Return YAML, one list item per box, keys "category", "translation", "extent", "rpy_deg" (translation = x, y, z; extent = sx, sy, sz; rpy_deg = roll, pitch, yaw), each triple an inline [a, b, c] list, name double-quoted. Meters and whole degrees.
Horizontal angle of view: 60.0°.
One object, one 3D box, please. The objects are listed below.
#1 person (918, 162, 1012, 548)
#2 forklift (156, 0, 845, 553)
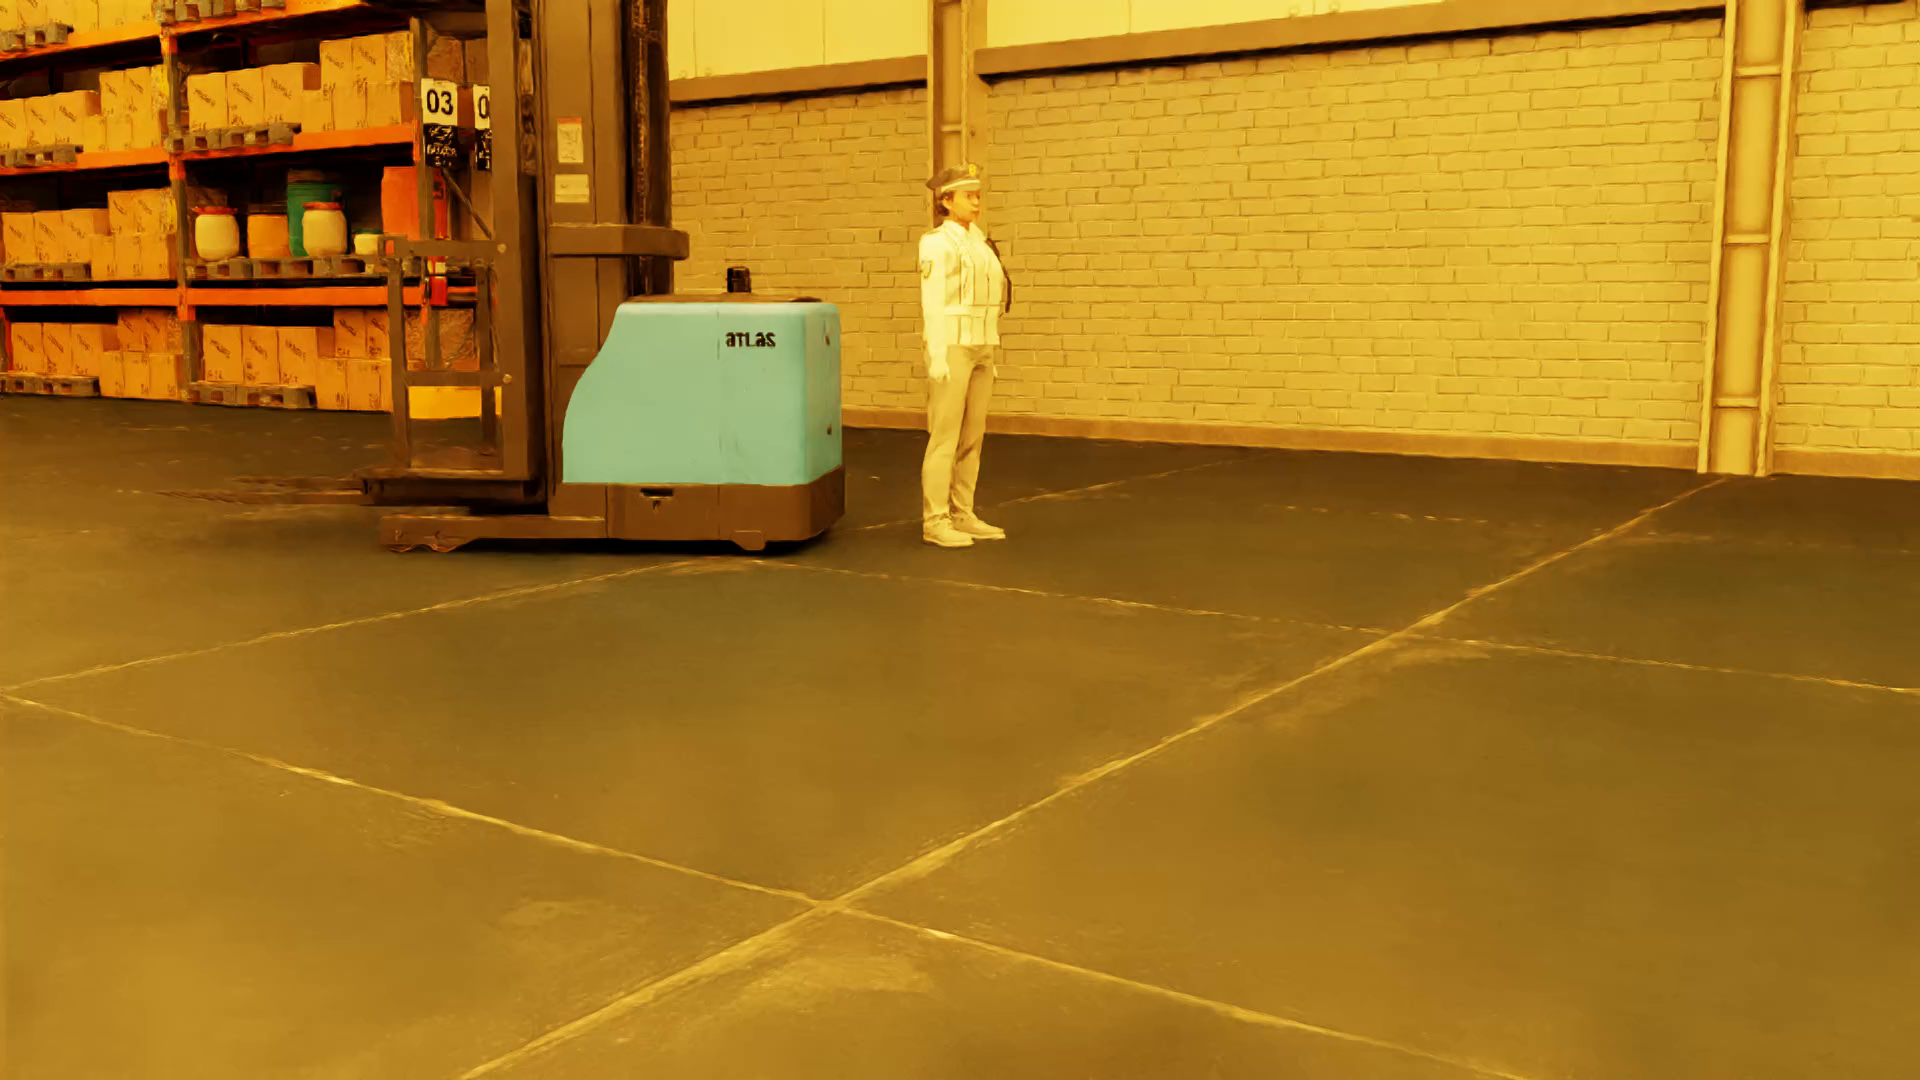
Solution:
- category: "person"
  translation: [0.013, -0.834, 7.478]
  extent: [0.337, 1.692, 0.463]
  rpy_deg: [5, 10, 34]
- category: "forklift"
  translation: [-2.102, -1.469, 7.526]
  extent: [3.031, 2.935, 1.130]
  rpy_deg: [1, 8, 6]
